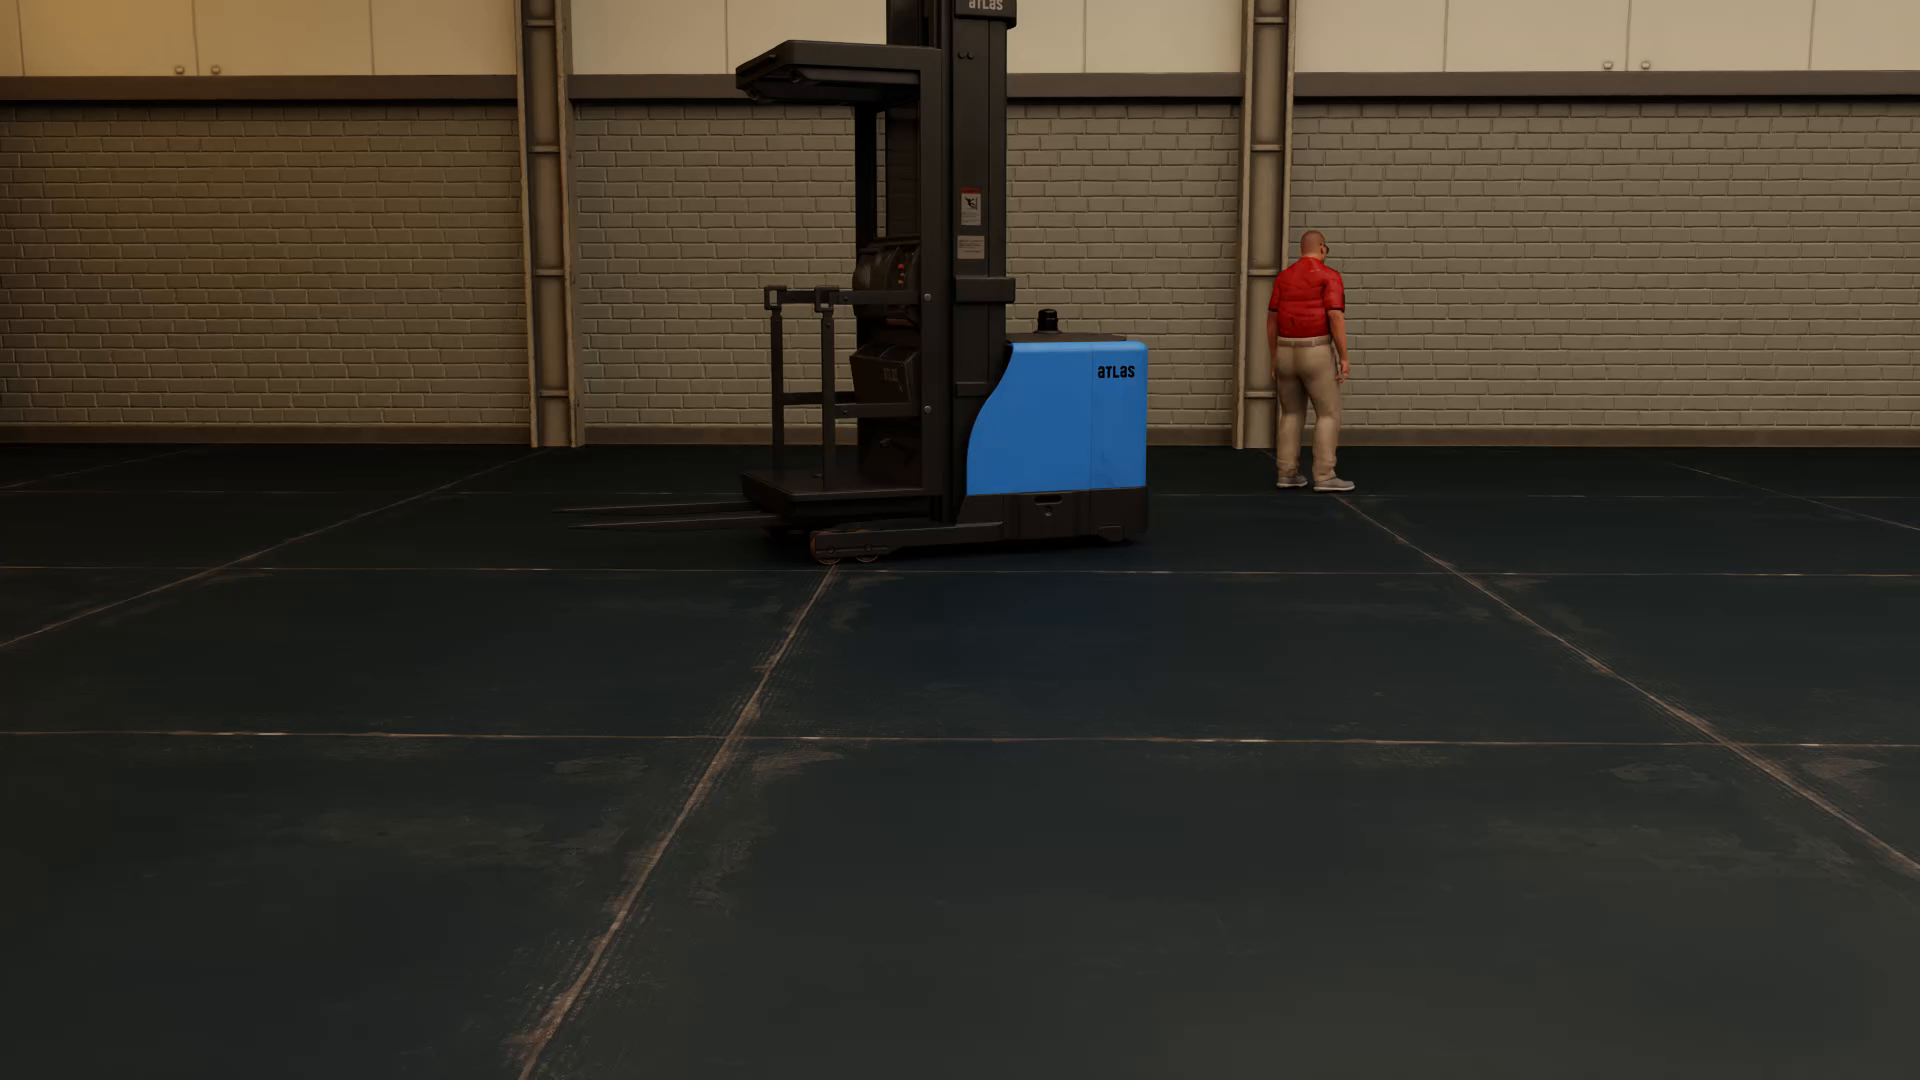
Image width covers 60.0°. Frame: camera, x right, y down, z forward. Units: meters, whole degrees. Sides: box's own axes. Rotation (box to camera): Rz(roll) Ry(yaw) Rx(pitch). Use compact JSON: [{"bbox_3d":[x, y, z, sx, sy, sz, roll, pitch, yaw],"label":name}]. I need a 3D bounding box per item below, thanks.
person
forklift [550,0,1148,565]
[{"bbox_3d":[2.338,-1.199,11.130,0.600,1.726,0.399,8,12,43],"label":"person"},{"bbox_3d":[-0.569,-1.416,8.568,3.031,2.935,1.130,-3,9,-20],"label":"forklift"}]
